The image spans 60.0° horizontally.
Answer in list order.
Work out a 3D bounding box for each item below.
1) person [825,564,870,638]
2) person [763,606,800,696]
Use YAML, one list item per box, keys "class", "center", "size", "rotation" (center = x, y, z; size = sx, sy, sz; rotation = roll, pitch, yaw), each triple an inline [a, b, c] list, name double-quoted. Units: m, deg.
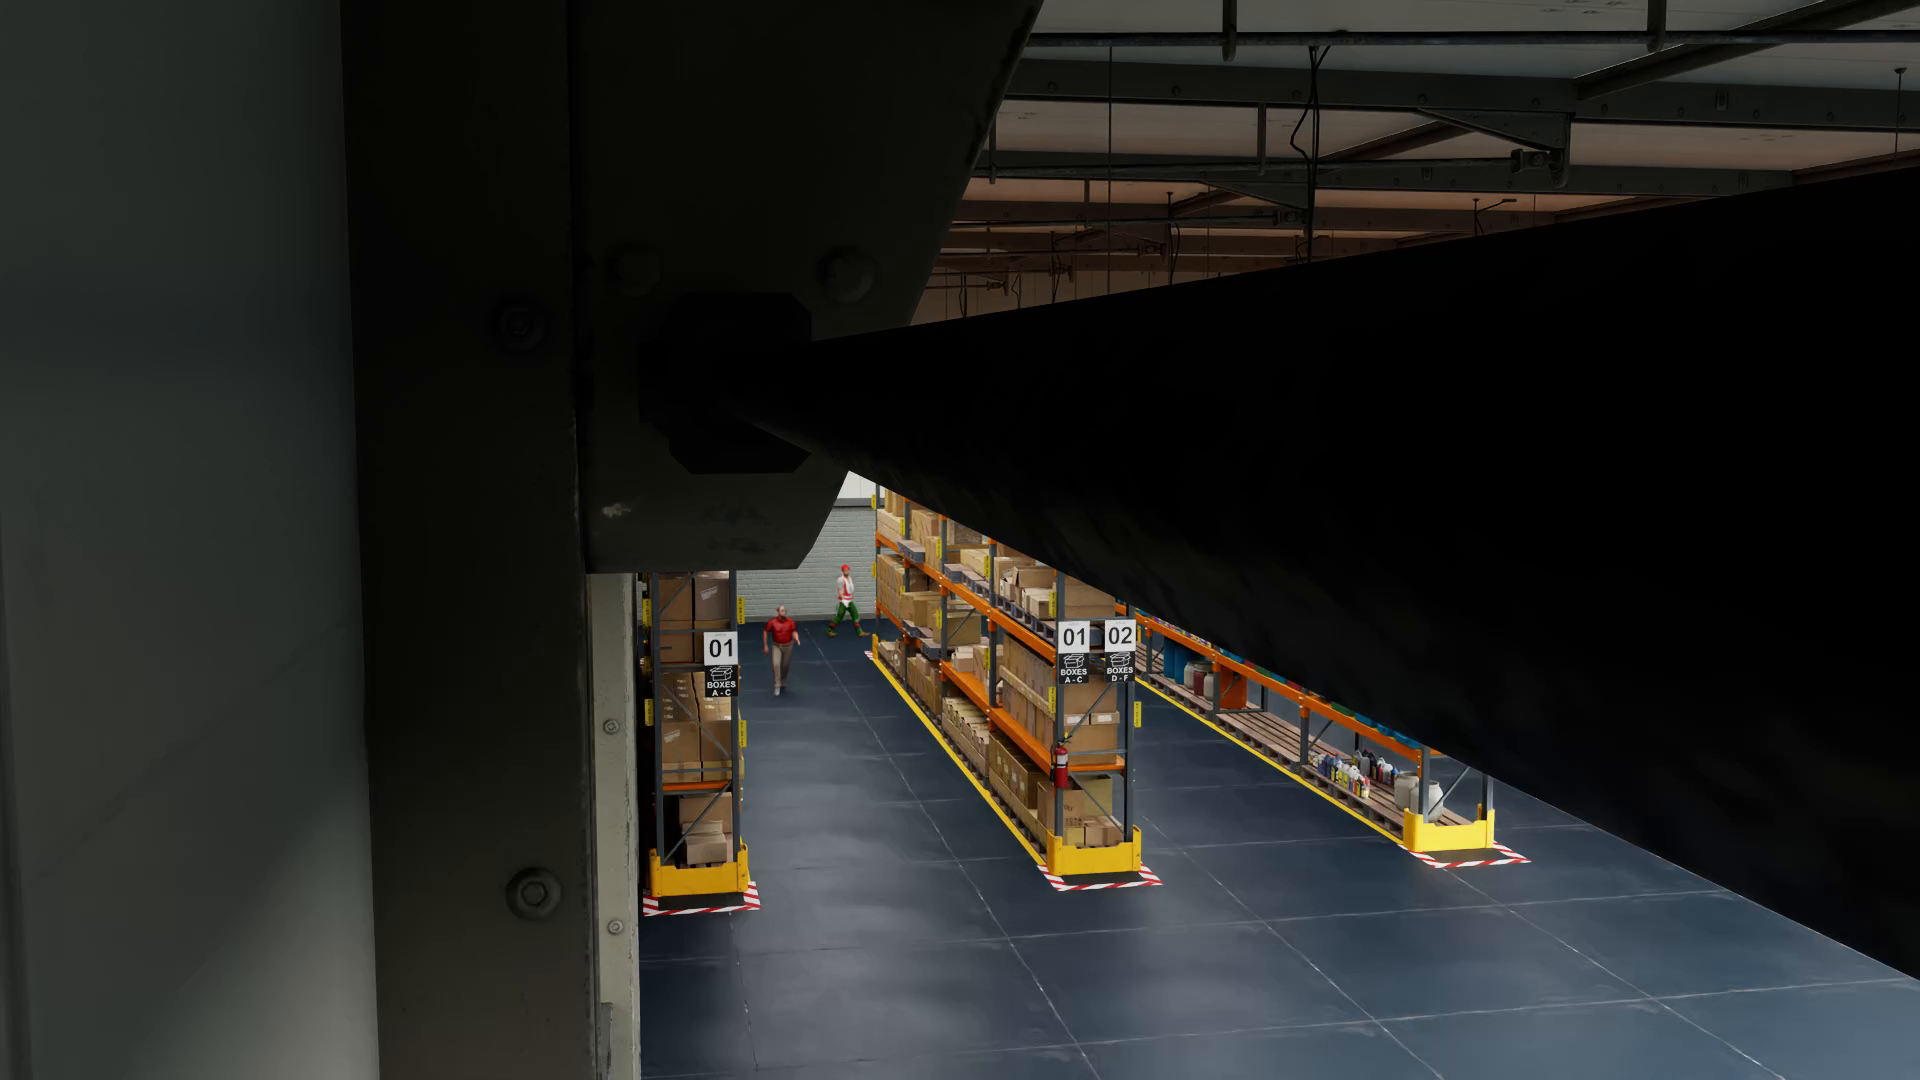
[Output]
- class: "person"
  center: [-2.659, 1.446, 39.181]
  size: [1.057, 1.743, 0.654]
  rotation: [1, 6, 9]
- class: "person"
  center: [-3.516, 2.151, 32.752]
  size: [0.693, 1.717, 0.986]
  rotation: [-1, 6, -9]
